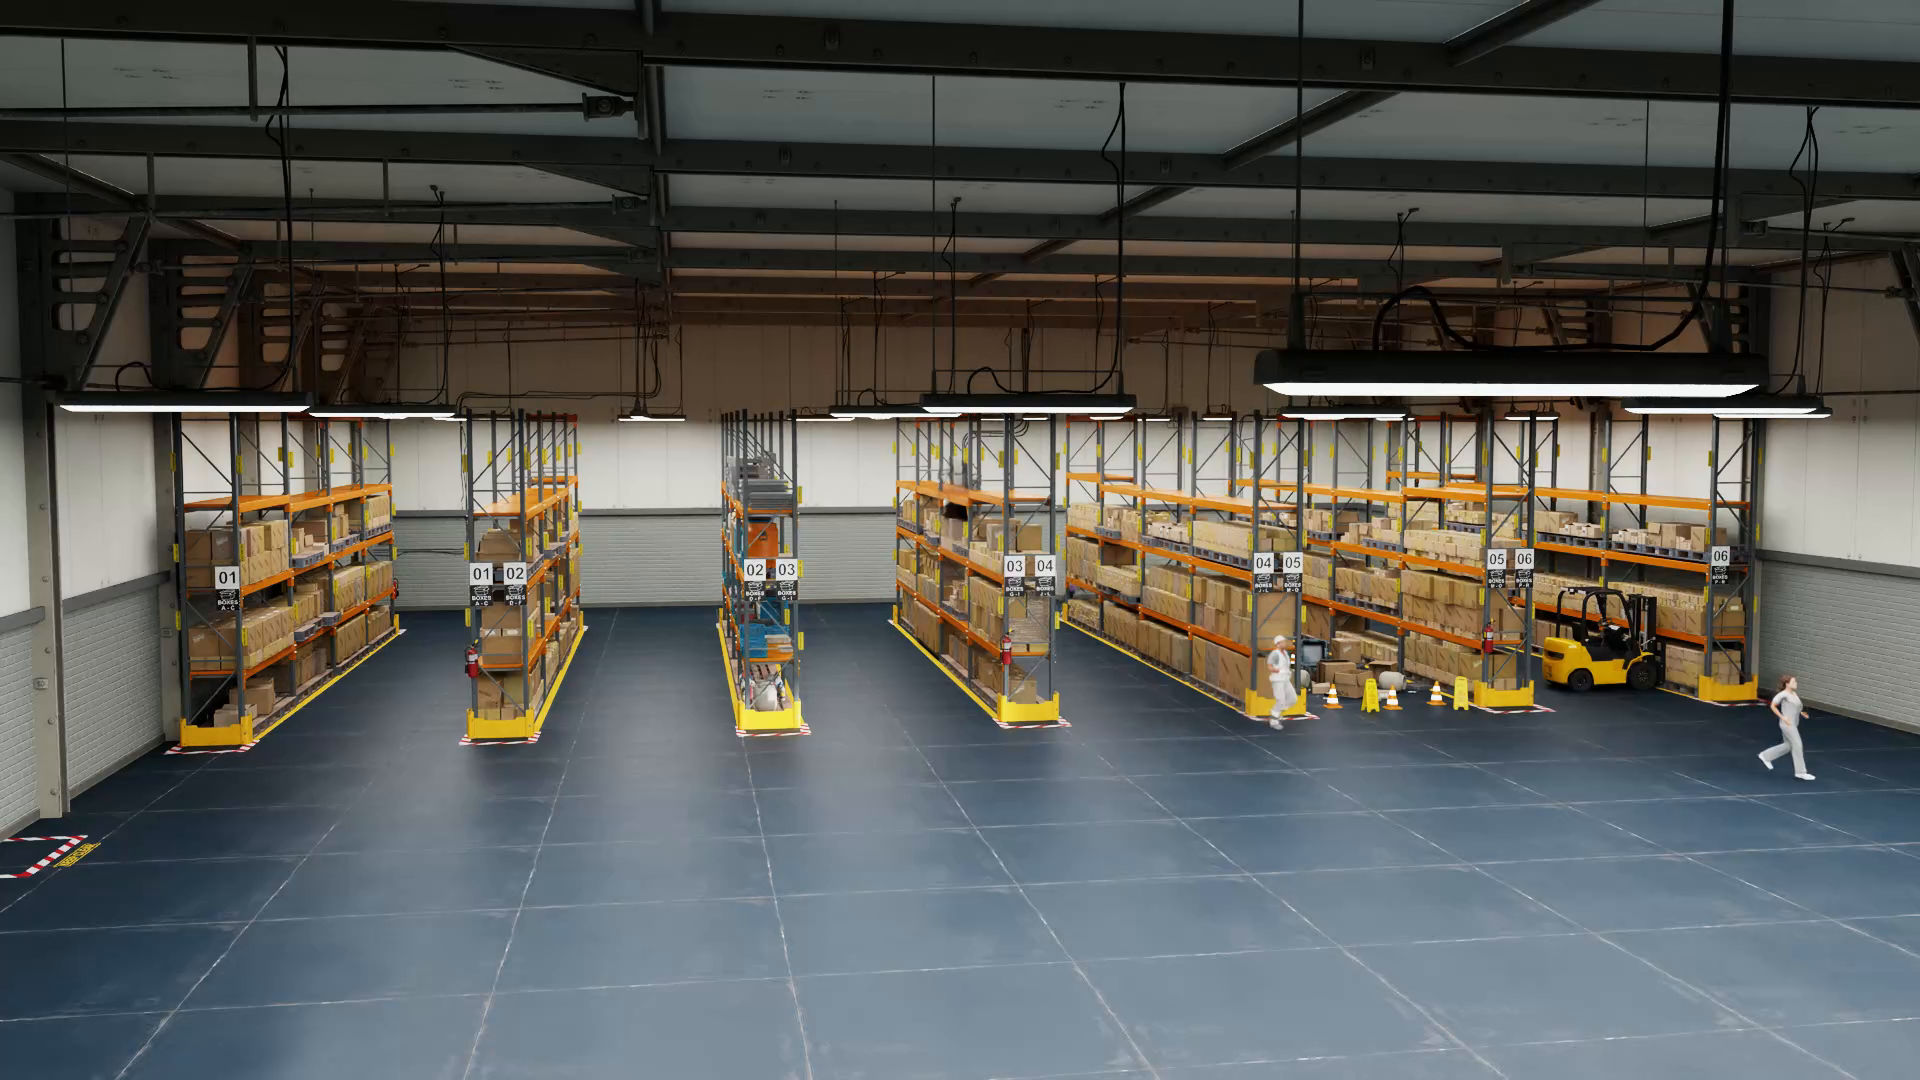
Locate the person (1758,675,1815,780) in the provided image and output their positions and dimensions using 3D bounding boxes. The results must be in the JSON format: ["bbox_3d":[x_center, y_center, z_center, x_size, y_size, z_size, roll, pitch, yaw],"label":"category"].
[{"bbox_3d":[13.382,2.999,26.895,0.577,1.656,0.914,-4,5,-43],"label":"person"}]

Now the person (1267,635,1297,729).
[{"bbox_3d":[6.061,2.669,31.203,0.678,1.753,0.577,-4,6,-45],"label":"person"}]

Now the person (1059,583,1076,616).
[{"bbox_3d":[3.354,1.494,49.678,0.733,1.566,0.591,-1,4,-20],"label":"person"}]

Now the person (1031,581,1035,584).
[{"bbox_3d":[1.988,1.504,49.110,0.676,1.591,0.602,3,5,37],"label":"person"}]
